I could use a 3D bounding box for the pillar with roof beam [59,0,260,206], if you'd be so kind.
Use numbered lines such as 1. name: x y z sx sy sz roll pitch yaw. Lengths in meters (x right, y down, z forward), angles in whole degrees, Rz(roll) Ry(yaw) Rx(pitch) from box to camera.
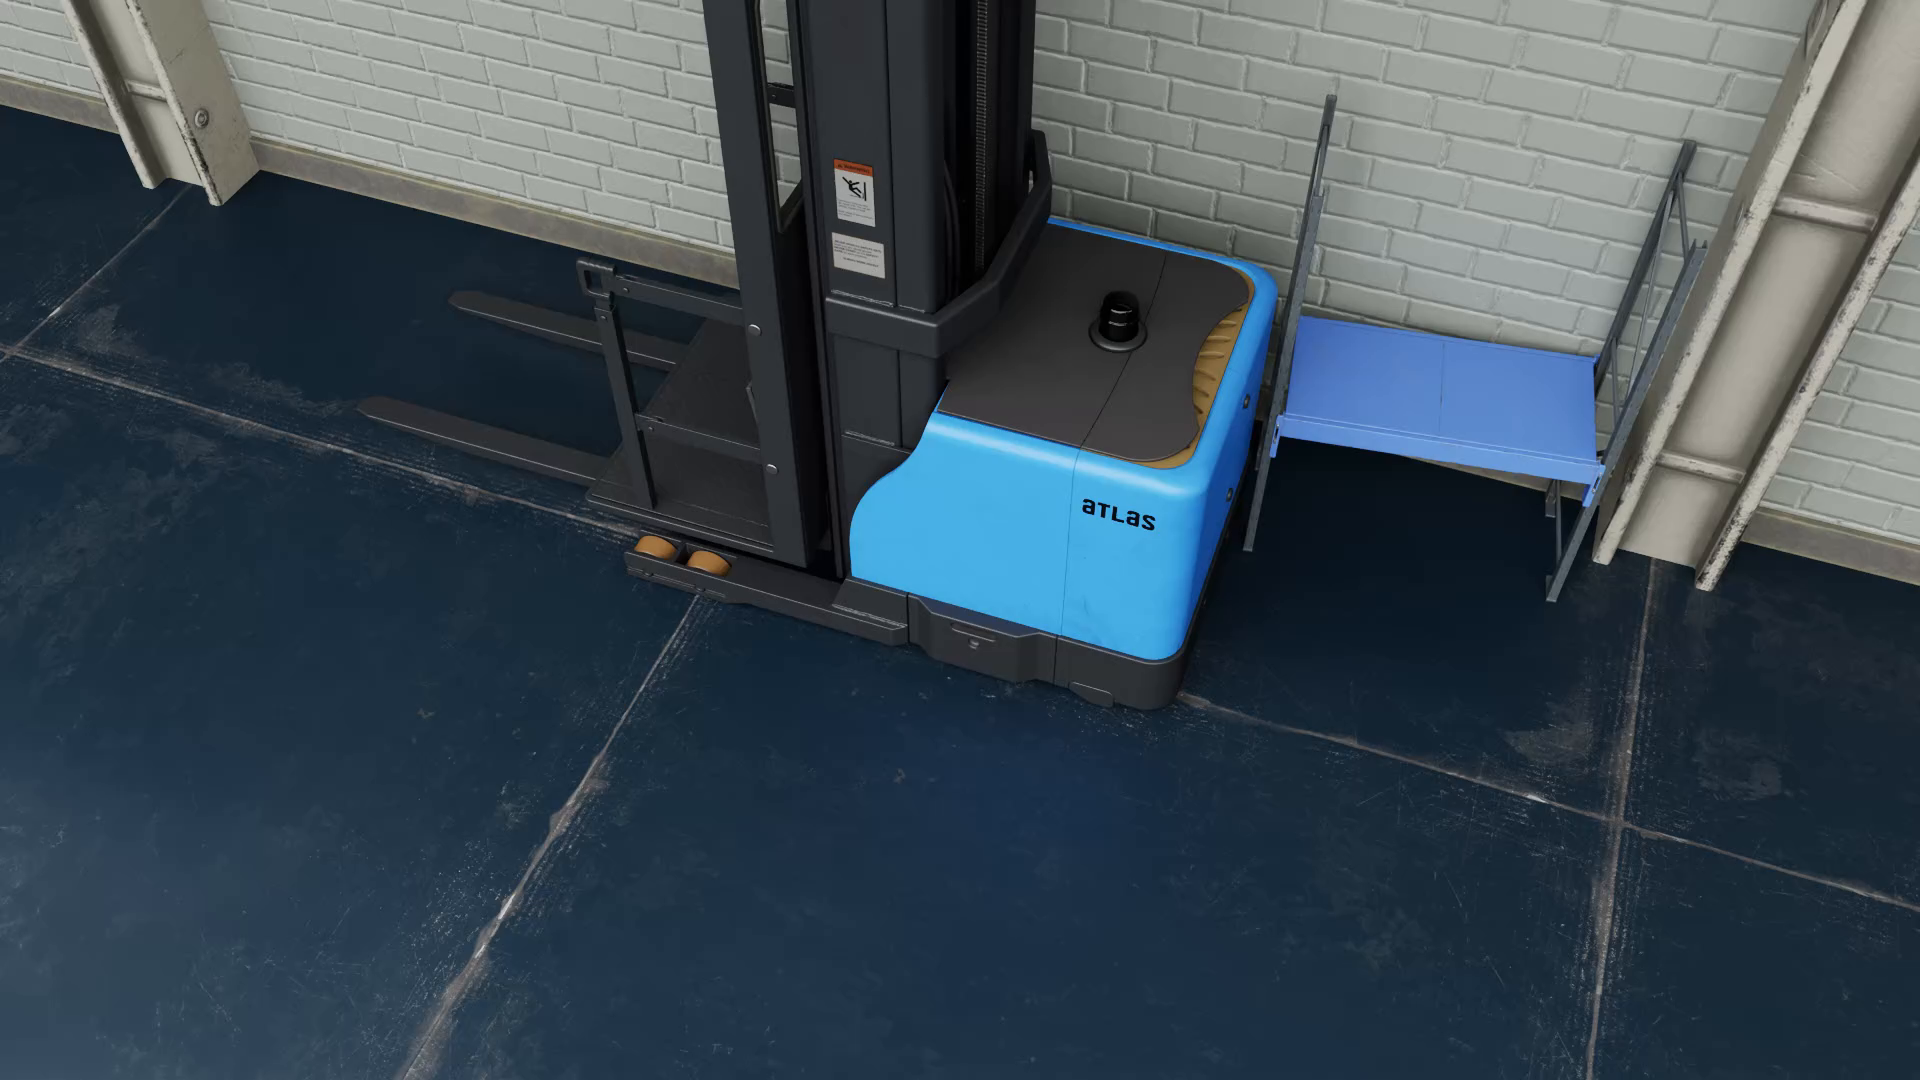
1. pillar with roof beam: -4.720 -1.453 1.054 0.400 9.000 9.100 16 51 13

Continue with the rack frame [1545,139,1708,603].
1. rack frame: 2.034 -0.469 5.164 0.032 1.500 0.500 10 50 8

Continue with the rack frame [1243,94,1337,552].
1. rack frame: 1.042 -0.637 5.310 0.032 1.500 0.500 10 50 8

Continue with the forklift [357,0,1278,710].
1. forklift: -0.592 -1.123 4.784 3.031 2.935 1.130 15 51 13

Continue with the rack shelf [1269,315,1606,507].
1. rack shelf: 1.538 -0.435 5.373 1.000 0.185 0.538 10 50 8

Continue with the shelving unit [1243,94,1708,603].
1. shelving unit: 1.538 -0.553 5.237 1.048 1.500 0.538 10 50 8
